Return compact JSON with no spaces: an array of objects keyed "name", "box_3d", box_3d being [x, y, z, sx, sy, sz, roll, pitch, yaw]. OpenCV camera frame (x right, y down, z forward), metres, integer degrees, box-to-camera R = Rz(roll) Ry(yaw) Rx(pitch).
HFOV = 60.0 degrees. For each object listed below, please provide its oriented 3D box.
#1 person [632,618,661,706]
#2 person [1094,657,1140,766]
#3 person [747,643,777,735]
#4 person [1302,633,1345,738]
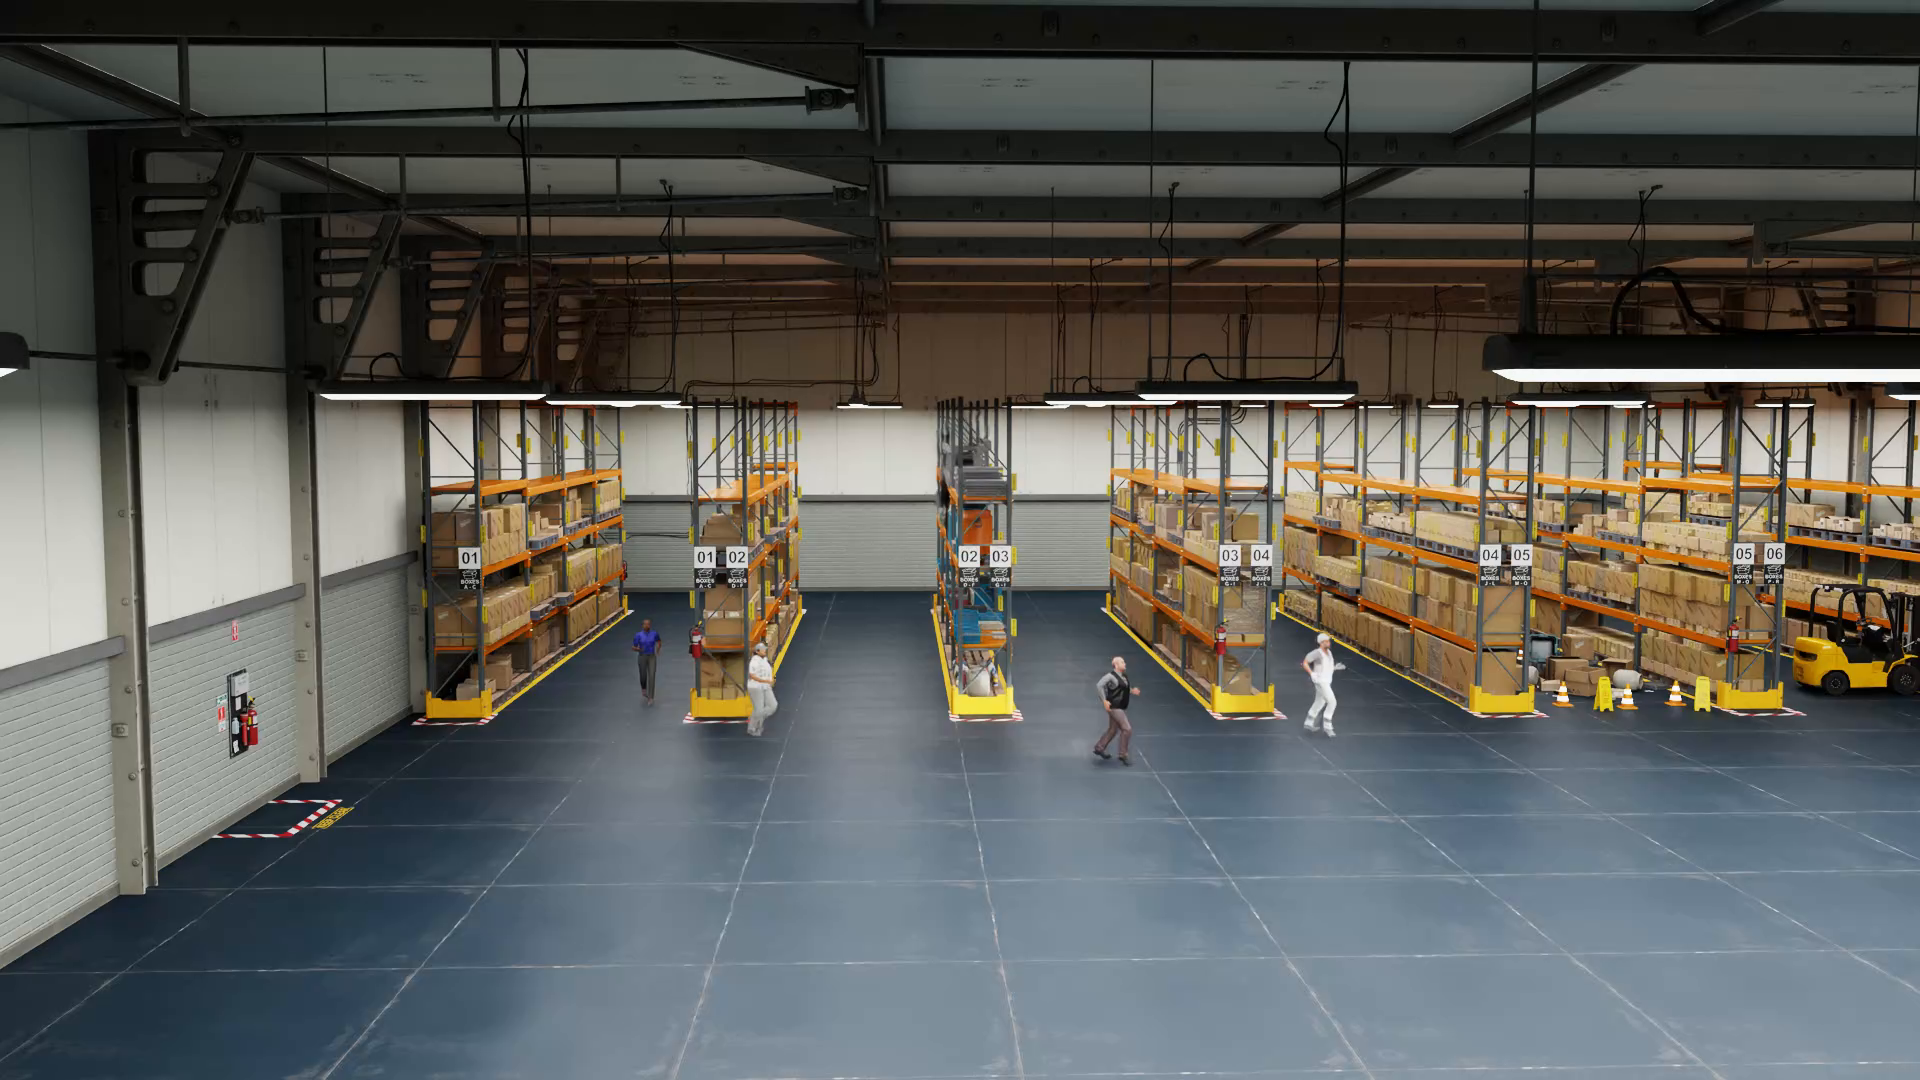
[{"name":"person","box_3d":[-6.133,2.364,32.604,0.579,1.657,0.923,-1,5,-14]},{"name":"person","box_3d":[2.546,2.783,27.084,0.783,1.782,0.642,2,5,23]},{"name":"person","box_3d":[-3.487,2.632,29.443,0.594,1.636,0.644,2,5,26]},{"name":"person","box_3d":[6.415,2.564,29.375,0.727,1.837,0.645,3,5,33]}]
